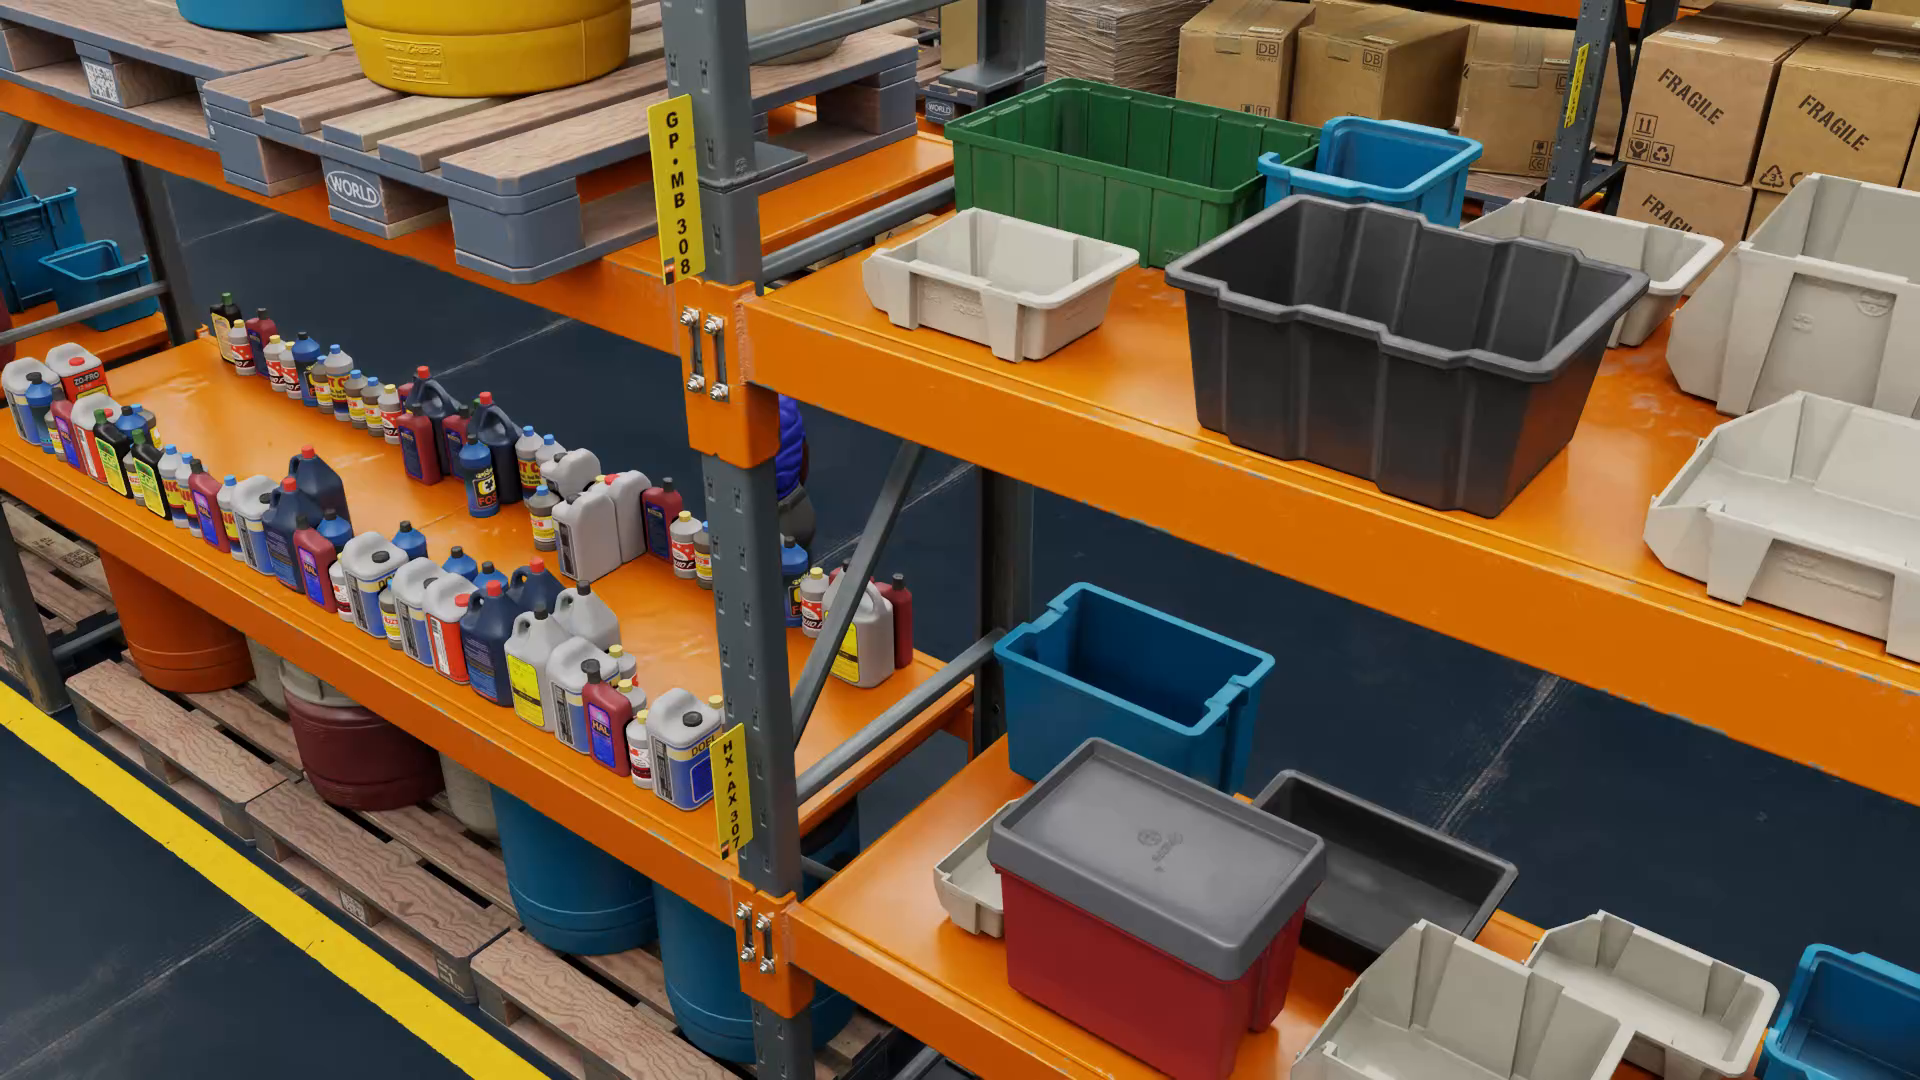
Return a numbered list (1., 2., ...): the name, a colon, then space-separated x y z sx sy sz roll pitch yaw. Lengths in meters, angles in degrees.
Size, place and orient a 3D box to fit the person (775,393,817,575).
1. person: -0.735 -0.057 6.232 0.351 1.655 0.524 20 36 29
